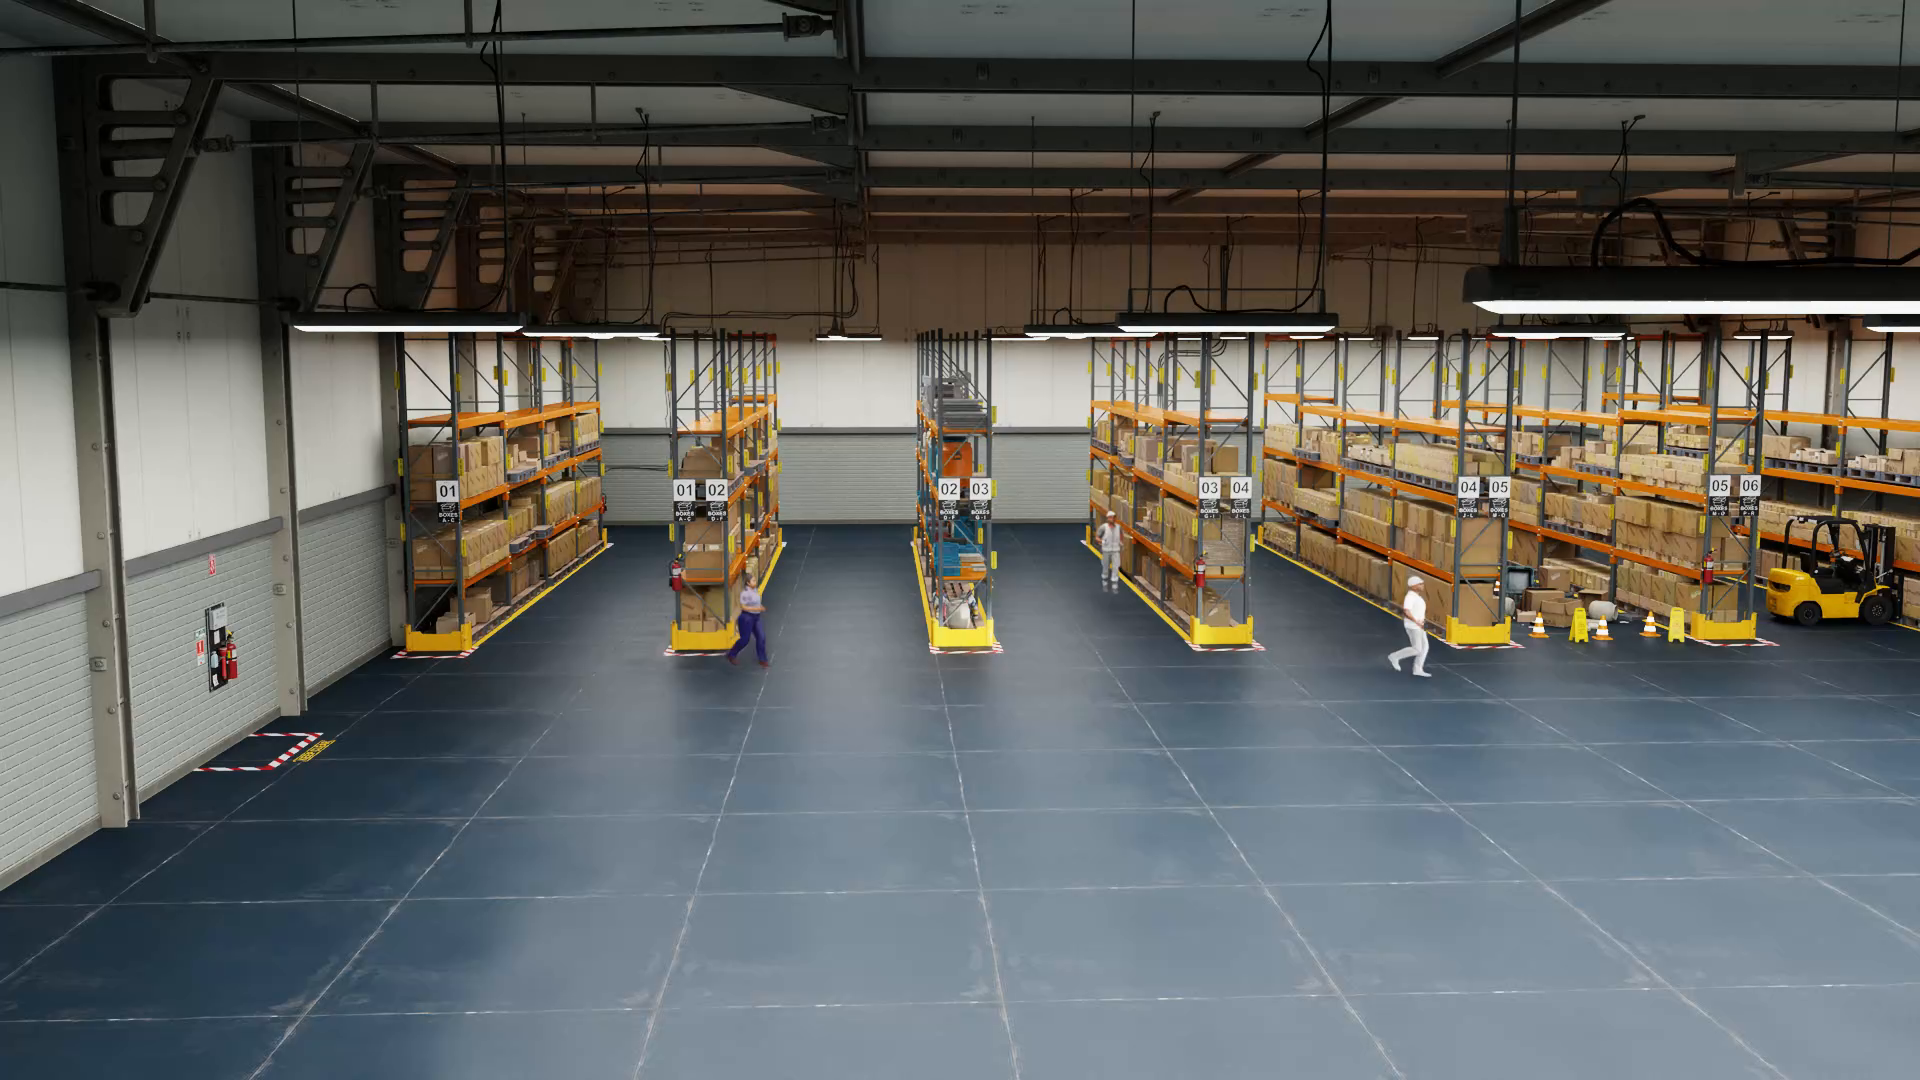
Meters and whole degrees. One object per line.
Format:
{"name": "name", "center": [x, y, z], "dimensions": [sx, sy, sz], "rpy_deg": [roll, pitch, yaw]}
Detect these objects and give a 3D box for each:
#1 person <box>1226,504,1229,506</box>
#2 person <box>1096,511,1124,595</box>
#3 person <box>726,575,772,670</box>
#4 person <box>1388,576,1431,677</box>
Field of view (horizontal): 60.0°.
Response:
{"name": "person", "center": [7.380, -0.739, 47.888], "dimensions": [0.705, 1.637, 0.629], "rpy_deg": [4, 8, 34]}
{"name": "person", "center": [3.269, 0.282, 36.141], "dimensions": [0.649, 1.823, 0.937], "rpy_deg": [-1, 7, -7]}
{"name": "person", "center": [-3.735, 1.457, 29.383], "dimensions": [0.846, 1.706, 0.621], "rpy_deg": [3, 7, 23]}
{"name": "person", "center": [7.798, 1.489, 28.737], "dimensions": [0.723, 1.740, 0.706], "rpy_deg": [3, 7, 26]}
